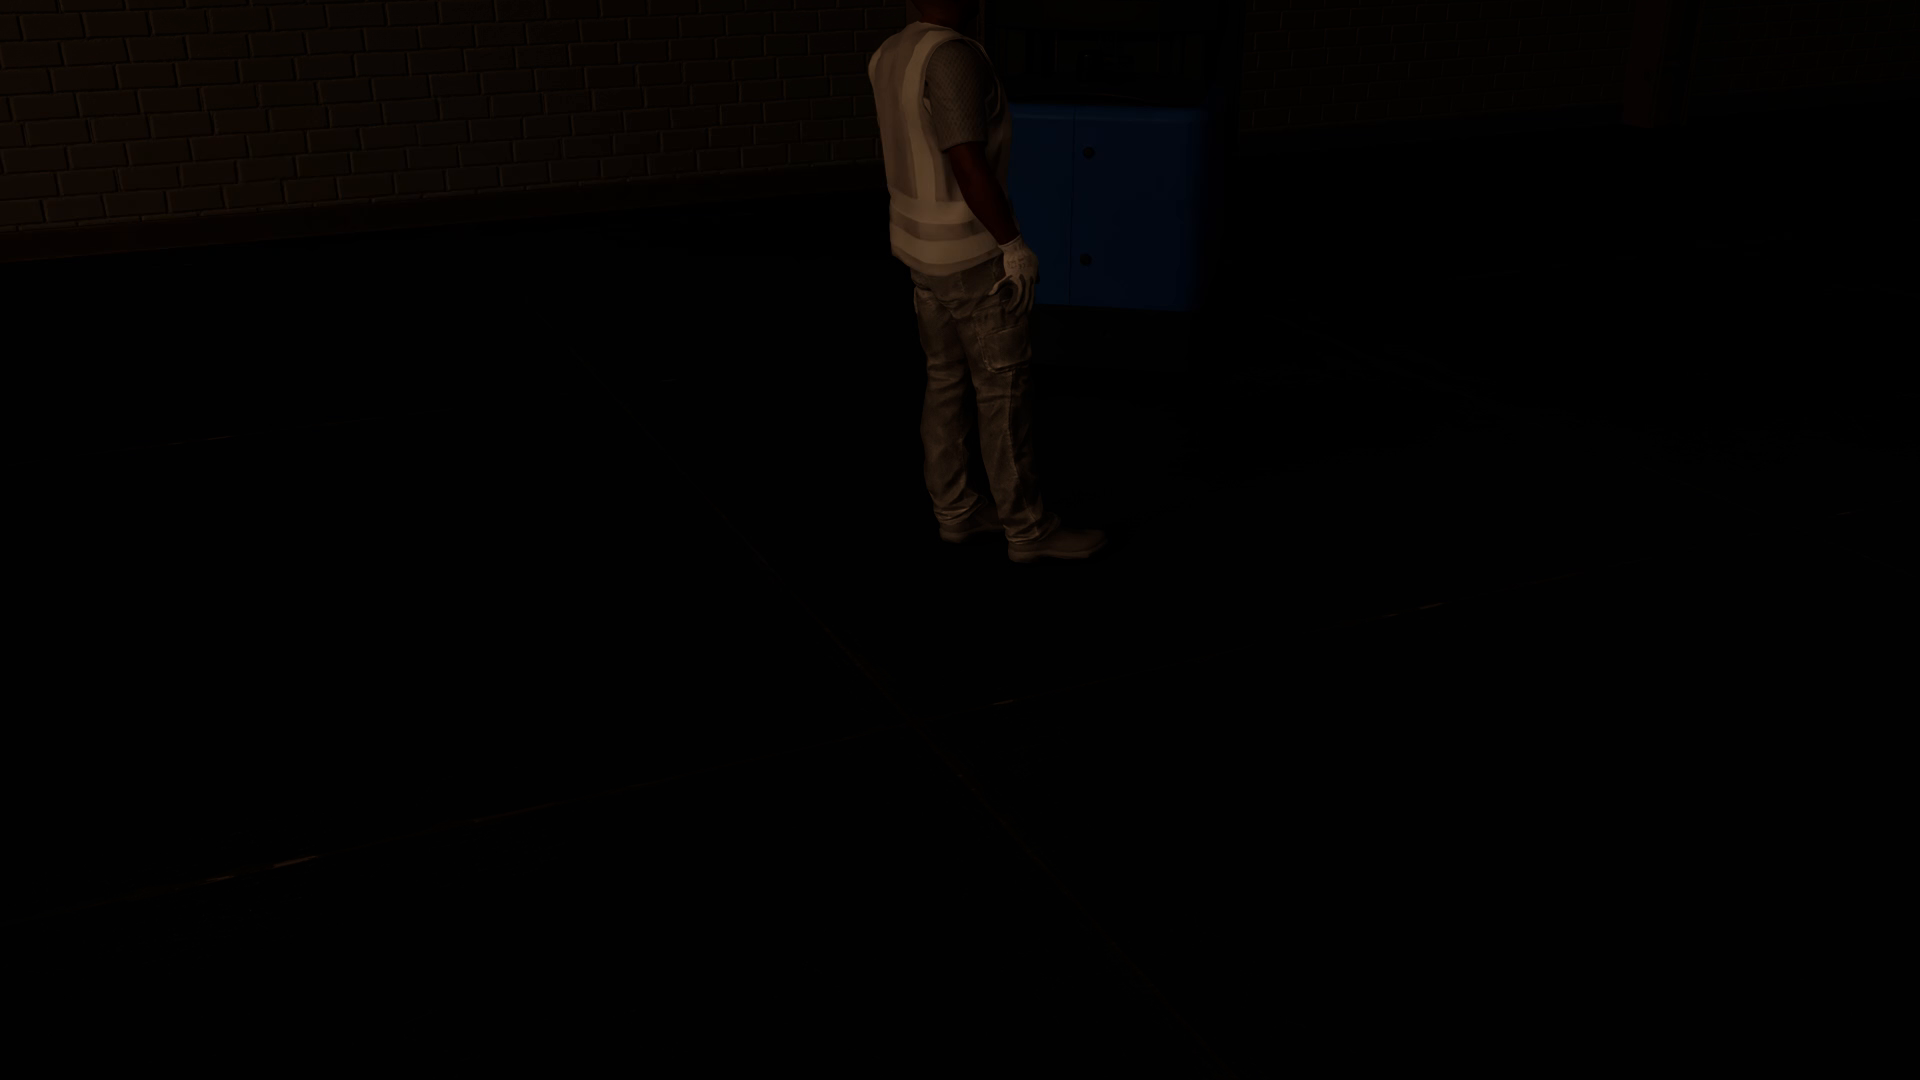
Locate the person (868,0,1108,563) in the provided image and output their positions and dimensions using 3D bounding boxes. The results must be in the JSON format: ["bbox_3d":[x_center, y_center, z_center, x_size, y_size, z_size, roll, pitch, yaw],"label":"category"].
[{"bbox_3d":[0.068,-0.839,4.783,0.577,1.781,0.656,-10,25,-23],"label":"person"}]

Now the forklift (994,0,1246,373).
[{"bbox_3d":[0.747,-2.541,7.404,1.130,2.935,3.031,5,23,11],"label":"forklift"}]
